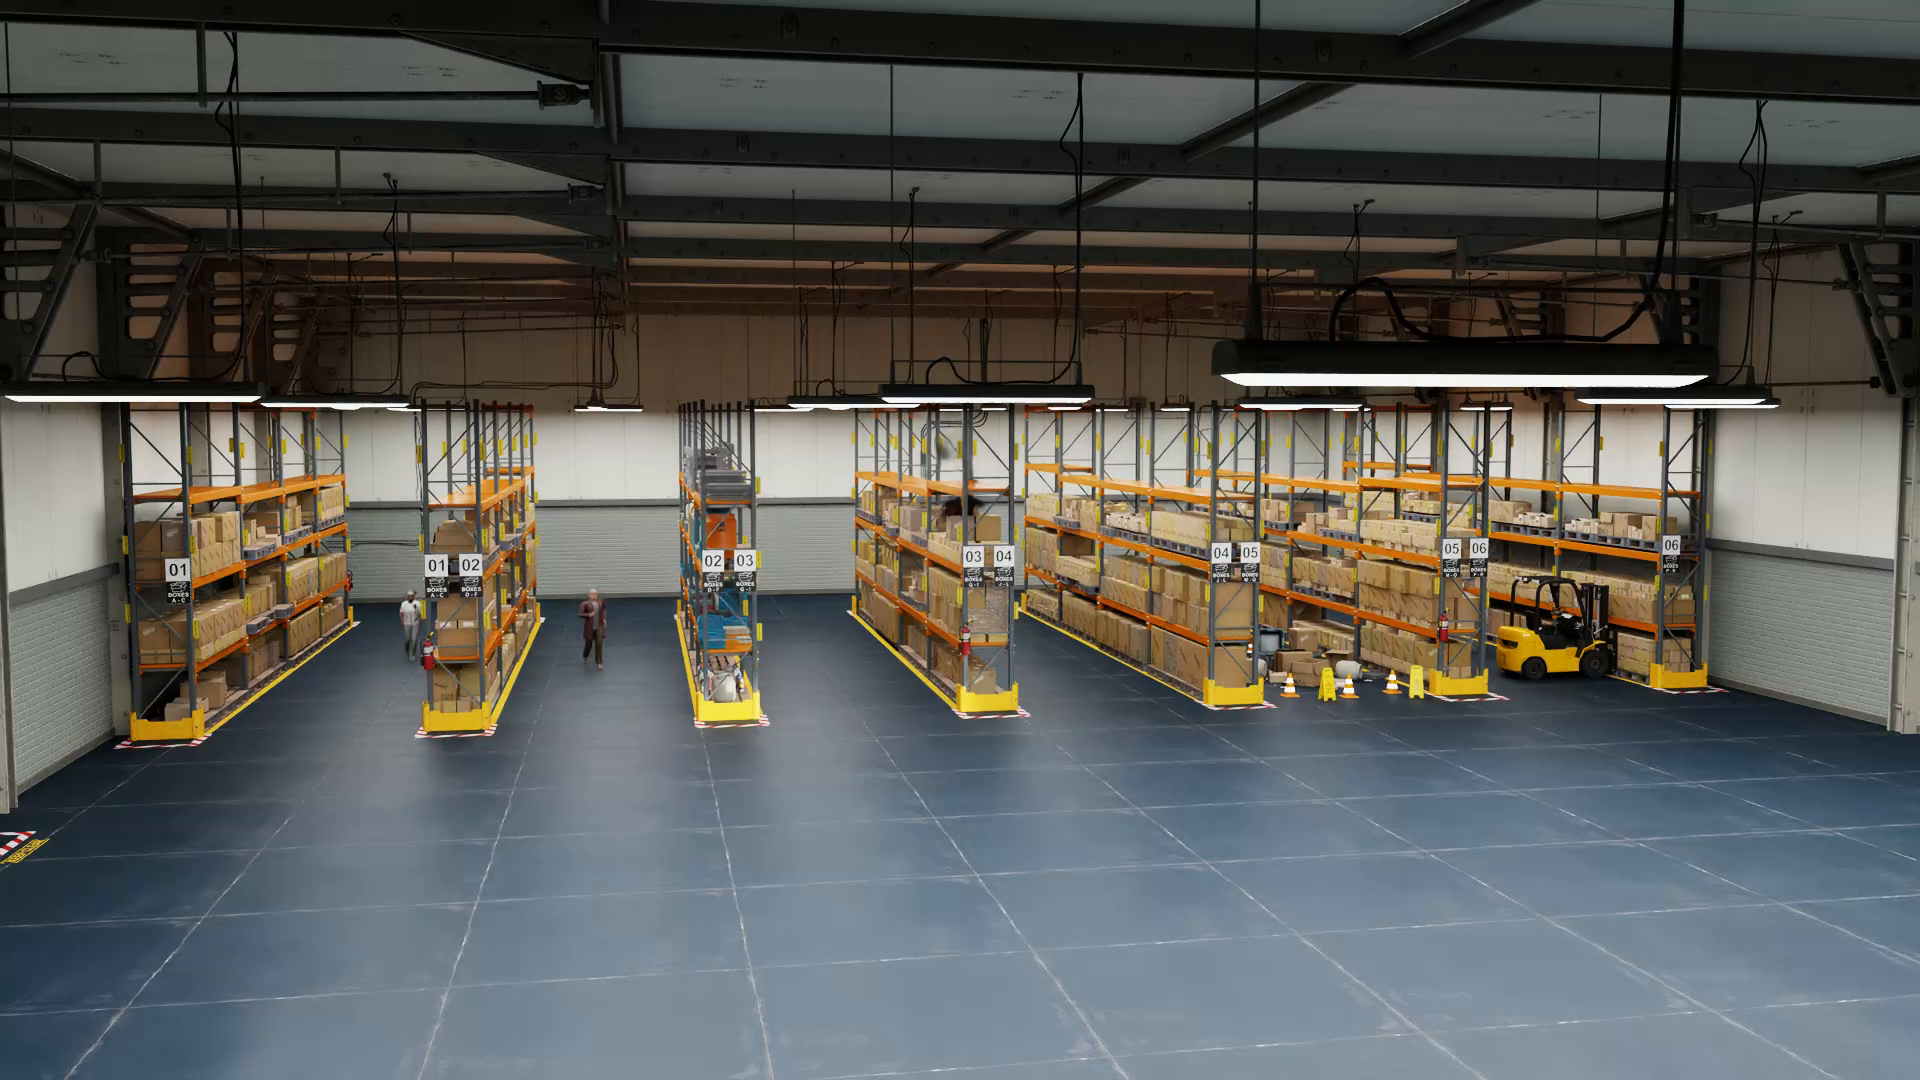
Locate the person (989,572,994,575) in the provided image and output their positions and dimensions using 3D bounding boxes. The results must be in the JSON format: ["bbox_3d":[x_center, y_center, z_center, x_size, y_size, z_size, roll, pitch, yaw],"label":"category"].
[{"bbox_3d":[1.058,1.399,45.788,0.655,1.774,0.845,-1,4,-10],"label":"person"}]

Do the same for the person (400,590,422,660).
[{"bbox_3d":[-12.729,1.977,38.589,0.542,1.667,0.567,-1,4,-15],"label":"person"}]

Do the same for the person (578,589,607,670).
[{"bbox_3d":[-8.258,1.985,37.392,0.716,1.779,1.023,-2,5,-29],"label":"person"}]
